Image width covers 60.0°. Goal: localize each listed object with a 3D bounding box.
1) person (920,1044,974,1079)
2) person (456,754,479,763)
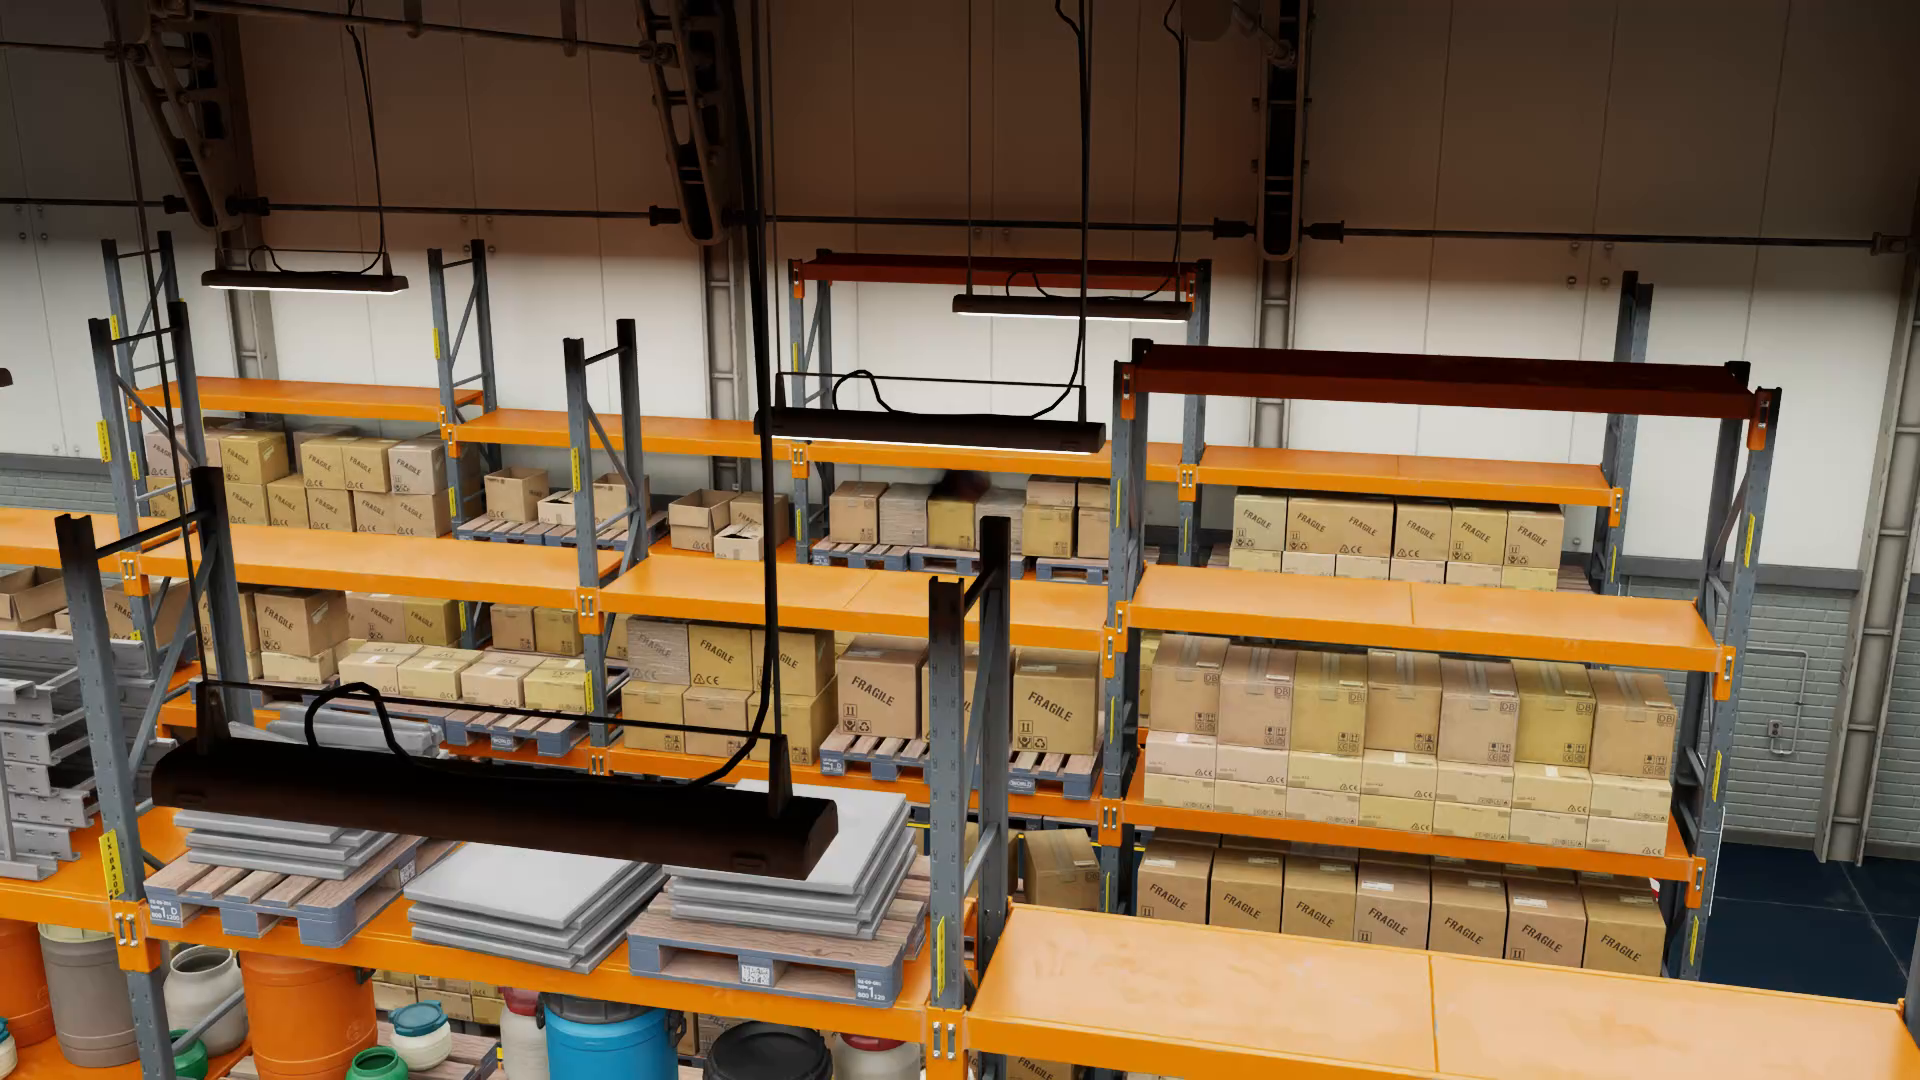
[{"bbox_3d":[-0.140,4.080,11.468,0.497,1.704,0.458,-11,19,-33],"label":"person"},{"bbox_3d":[-4.677,2.751,16.154,0.437,1.632,0.485,15,22,41],"label":"person"}]
